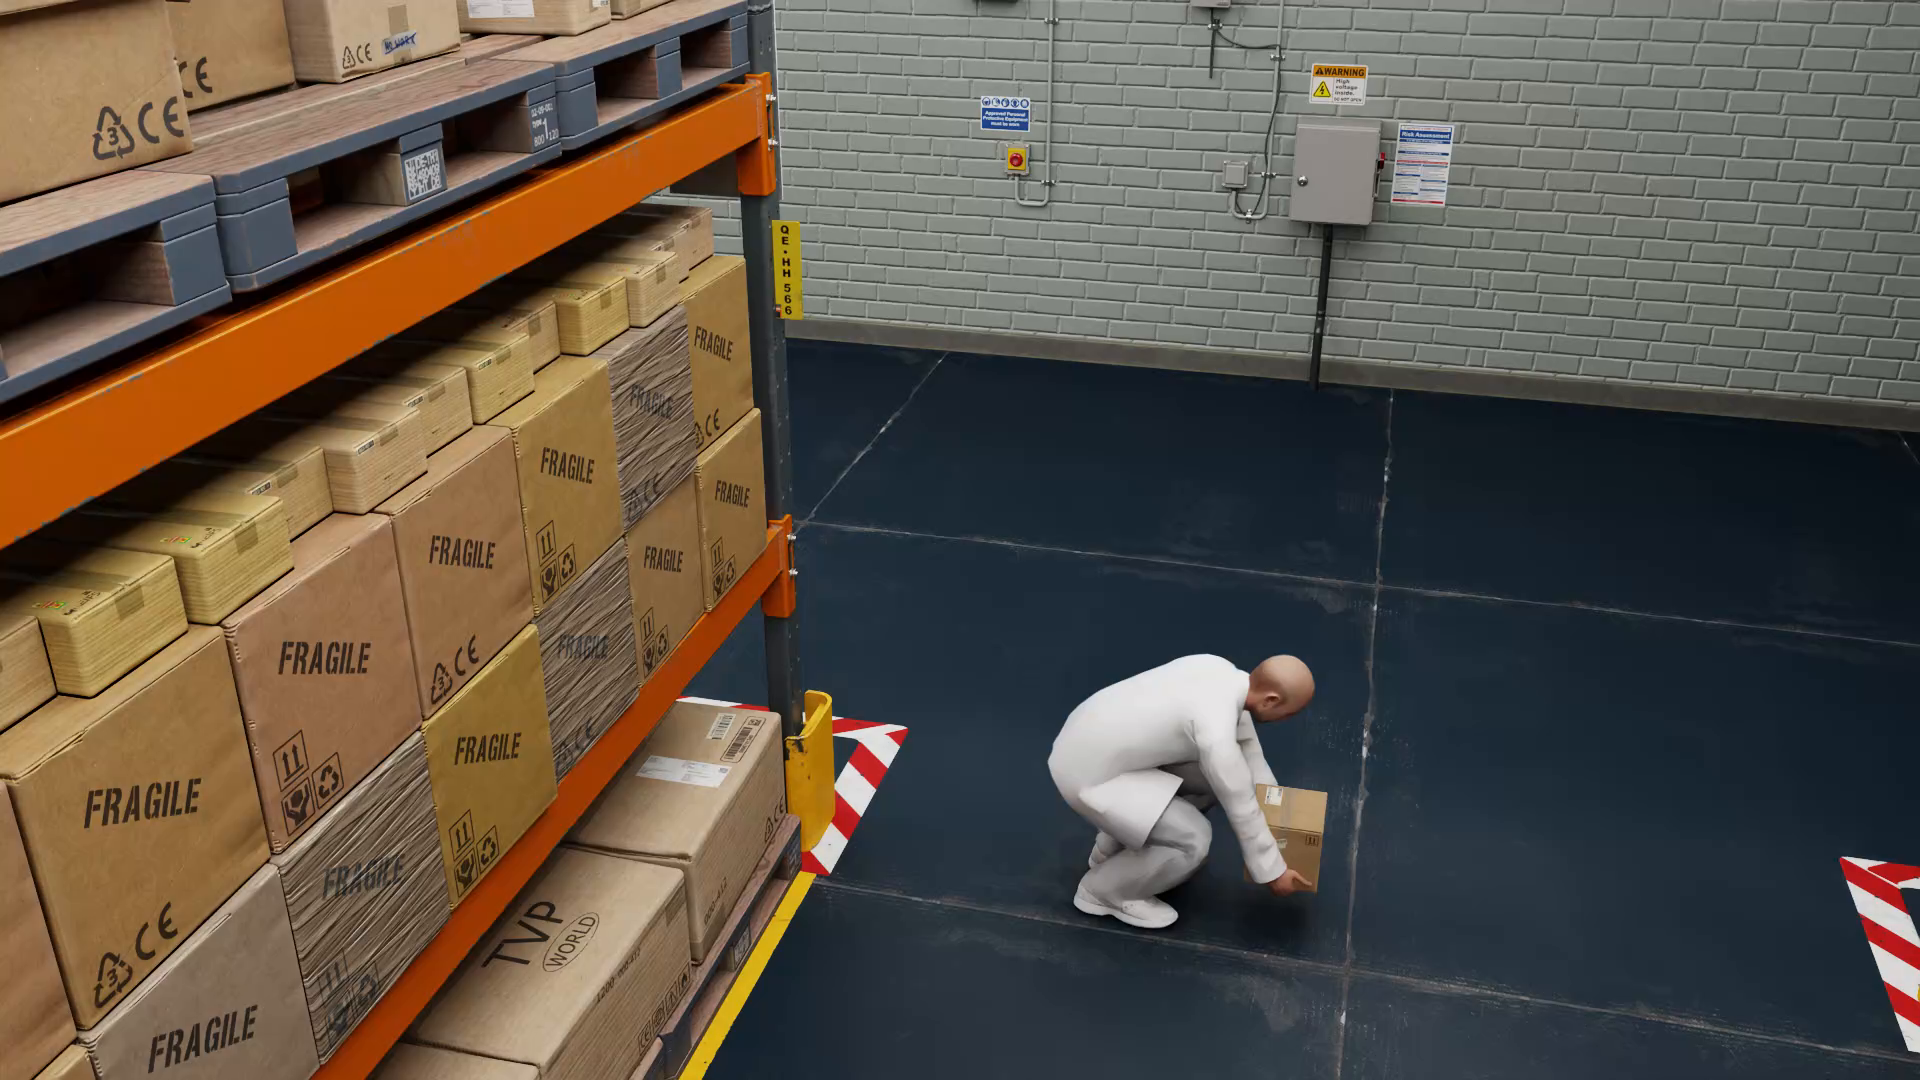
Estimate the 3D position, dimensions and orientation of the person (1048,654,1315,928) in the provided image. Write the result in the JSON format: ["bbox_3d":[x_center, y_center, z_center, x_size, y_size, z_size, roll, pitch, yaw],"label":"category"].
[{"bbox_3d":[0.776,0.845,5.763,0.941,0.978,0.580,6,26,12],"label":"person"}]
